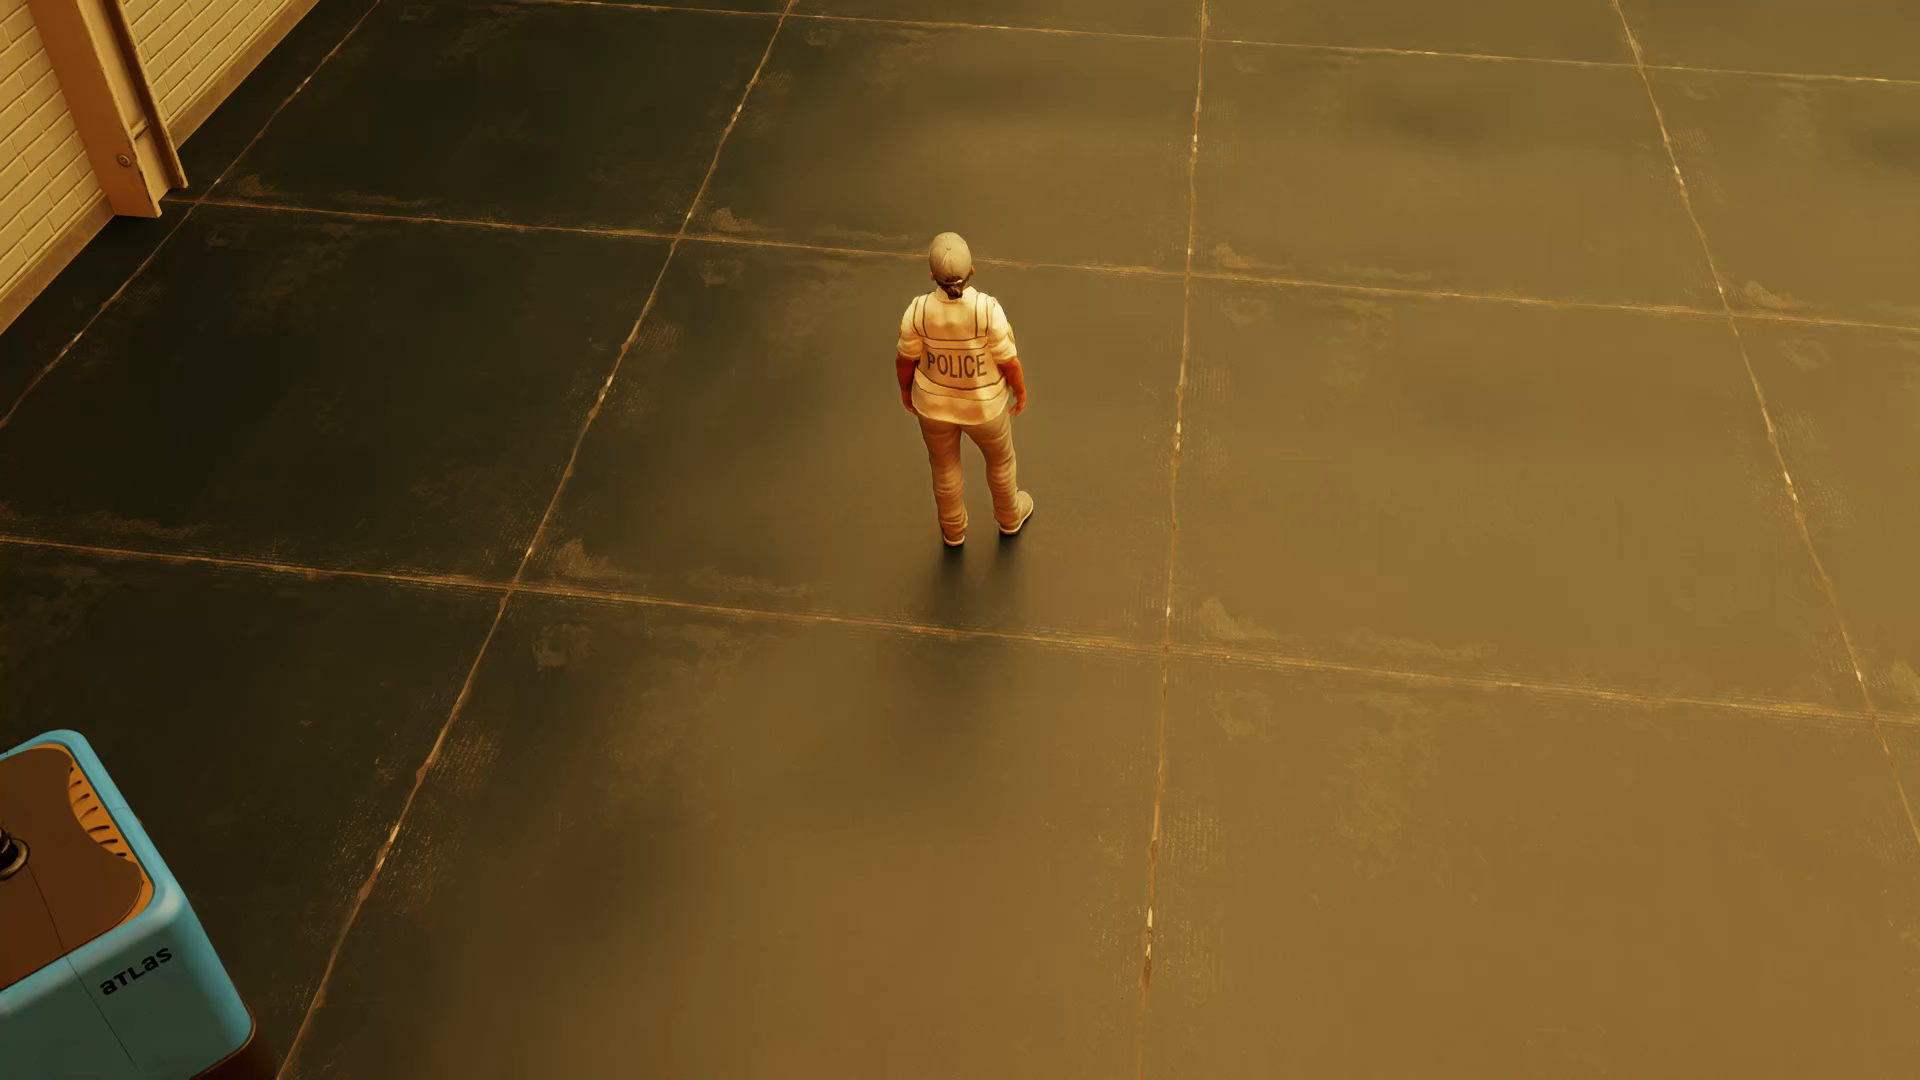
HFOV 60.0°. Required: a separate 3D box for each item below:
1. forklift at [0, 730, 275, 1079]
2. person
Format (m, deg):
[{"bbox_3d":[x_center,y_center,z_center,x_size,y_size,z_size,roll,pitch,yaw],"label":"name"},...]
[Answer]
[{"bbox_3d":[-3.825,1.230,4.386,3.031,2.935,1.130,-31,51,-29],"label":"forklift"},{"bbox_3d":[0.033,-0.669,7.375,0.598,1.670,0.529,5,43,6],"label":"person"}]
